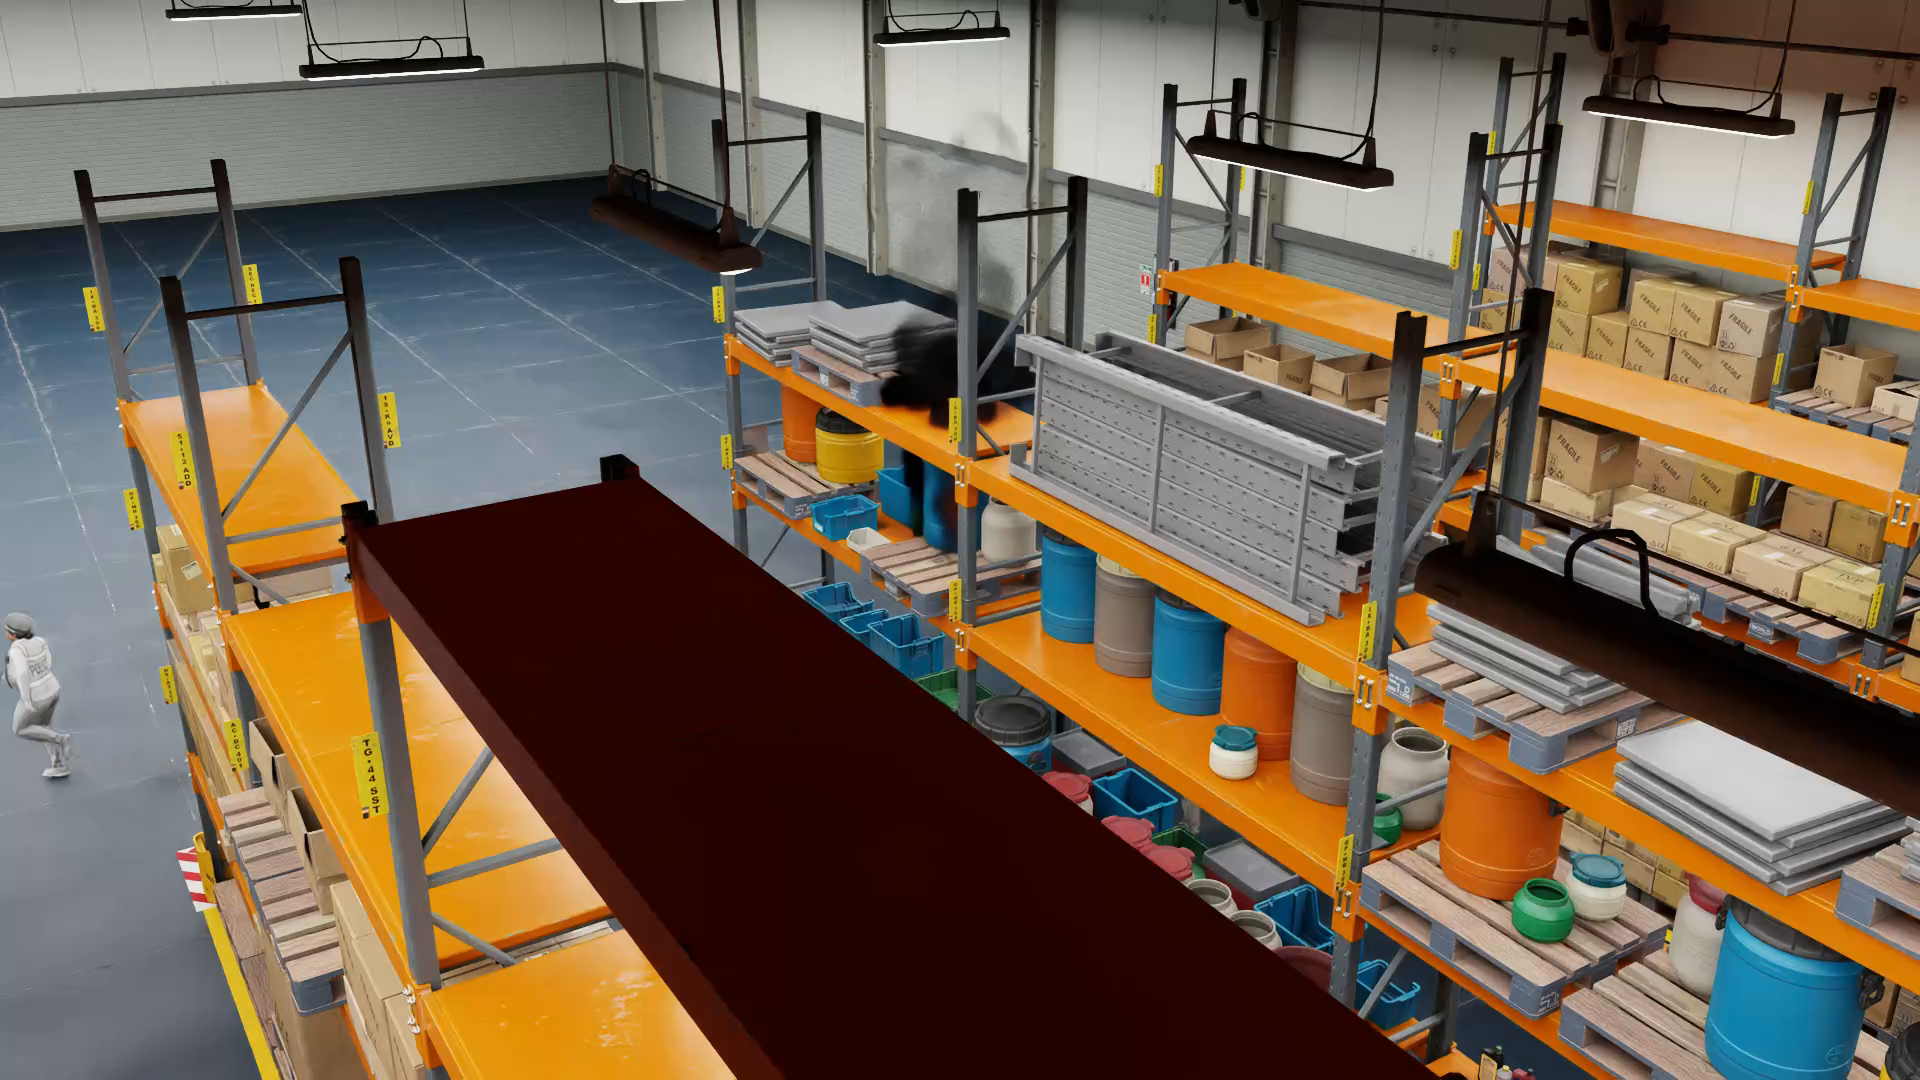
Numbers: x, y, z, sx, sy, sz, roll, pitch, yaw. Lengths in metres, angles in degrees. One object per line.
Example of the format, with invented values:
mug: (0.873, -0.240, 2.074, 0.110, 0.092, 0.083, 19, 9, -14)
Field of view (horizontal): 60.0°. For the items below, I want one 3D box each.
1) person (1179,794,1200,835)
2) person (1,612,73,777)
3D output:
person: (2.216, 1.915, 14.264, 0.710, 1.820, 0.906, -16, 27, -34)
person: (-8.691, 1.469, 15.559, 0.615, 1.646, 0.653, 2, 22, 5)
